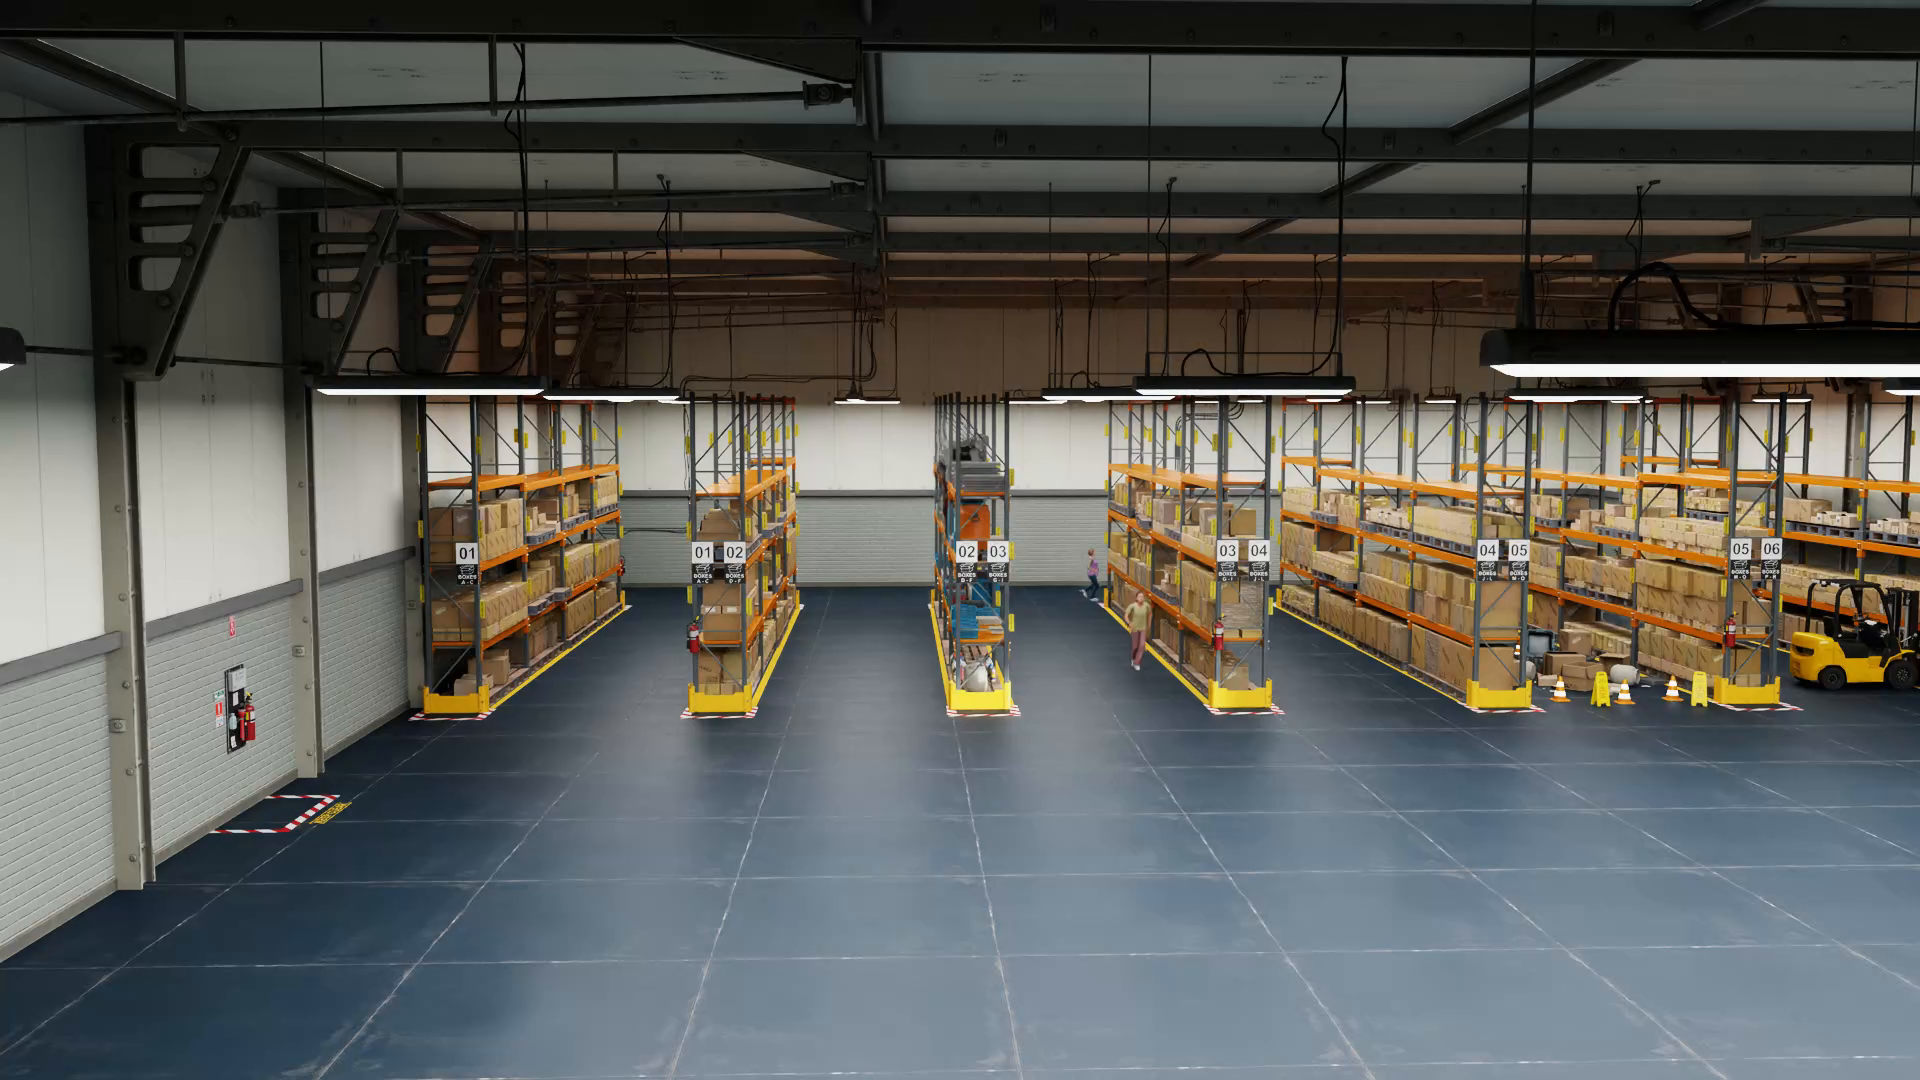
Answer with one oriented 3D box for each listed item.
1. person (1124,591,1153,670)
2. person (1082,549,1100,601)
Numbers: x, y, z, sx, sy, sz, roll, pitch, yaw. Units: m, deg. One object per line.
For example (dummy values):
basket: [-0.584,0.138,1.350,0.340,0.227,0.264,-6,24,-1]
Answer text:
person: [3.733,1.865,34.643,0.604,1.620,0.704,-1,5,-7]
person: [3.849,1.024,49.012,0.567,1.548,0.535,1,5,15]
